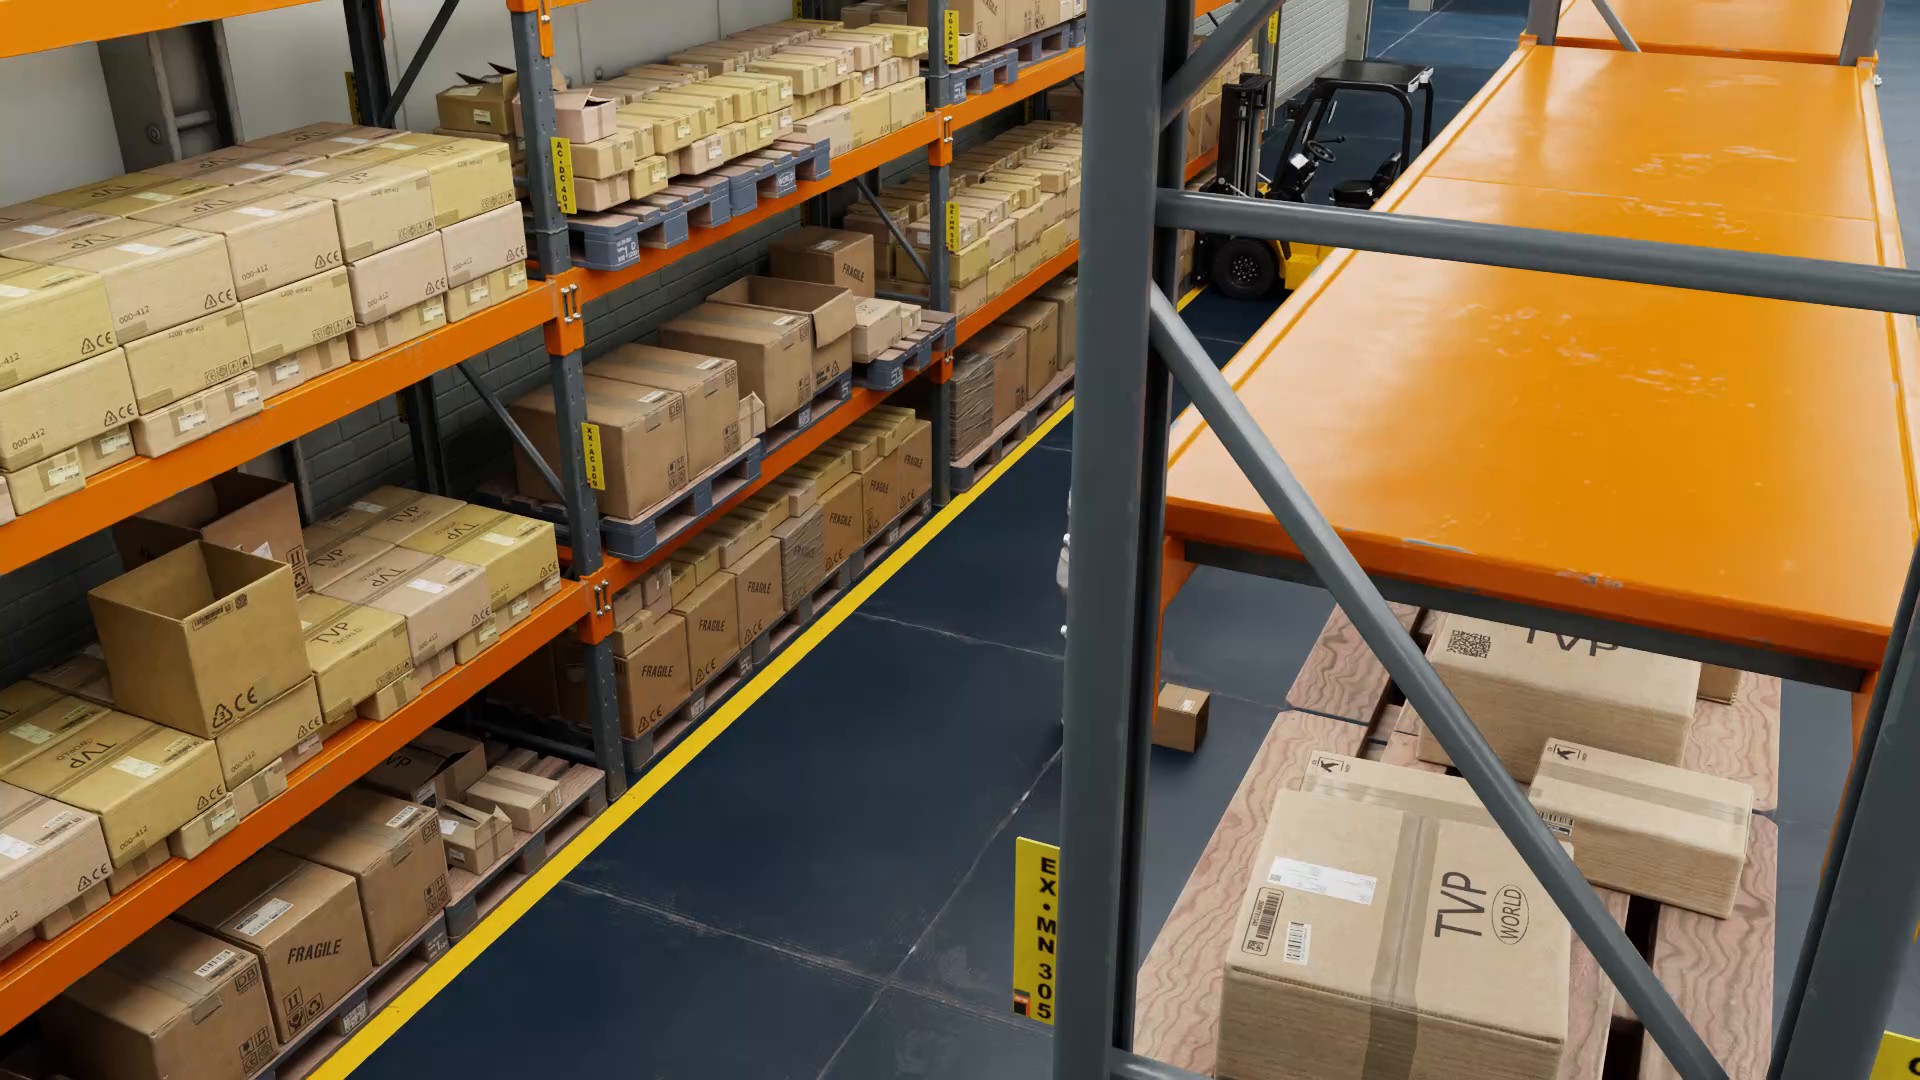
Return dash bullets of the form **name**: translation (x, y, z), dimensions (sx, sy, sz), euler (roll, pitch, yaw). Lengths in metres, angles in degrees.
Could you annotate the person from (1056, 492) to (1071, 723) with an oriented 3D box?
- **person**: translation (0.772, 0.218, 9.024), dimensions (0.440, 1.723, 0.547), euler (12, 28, 23)
